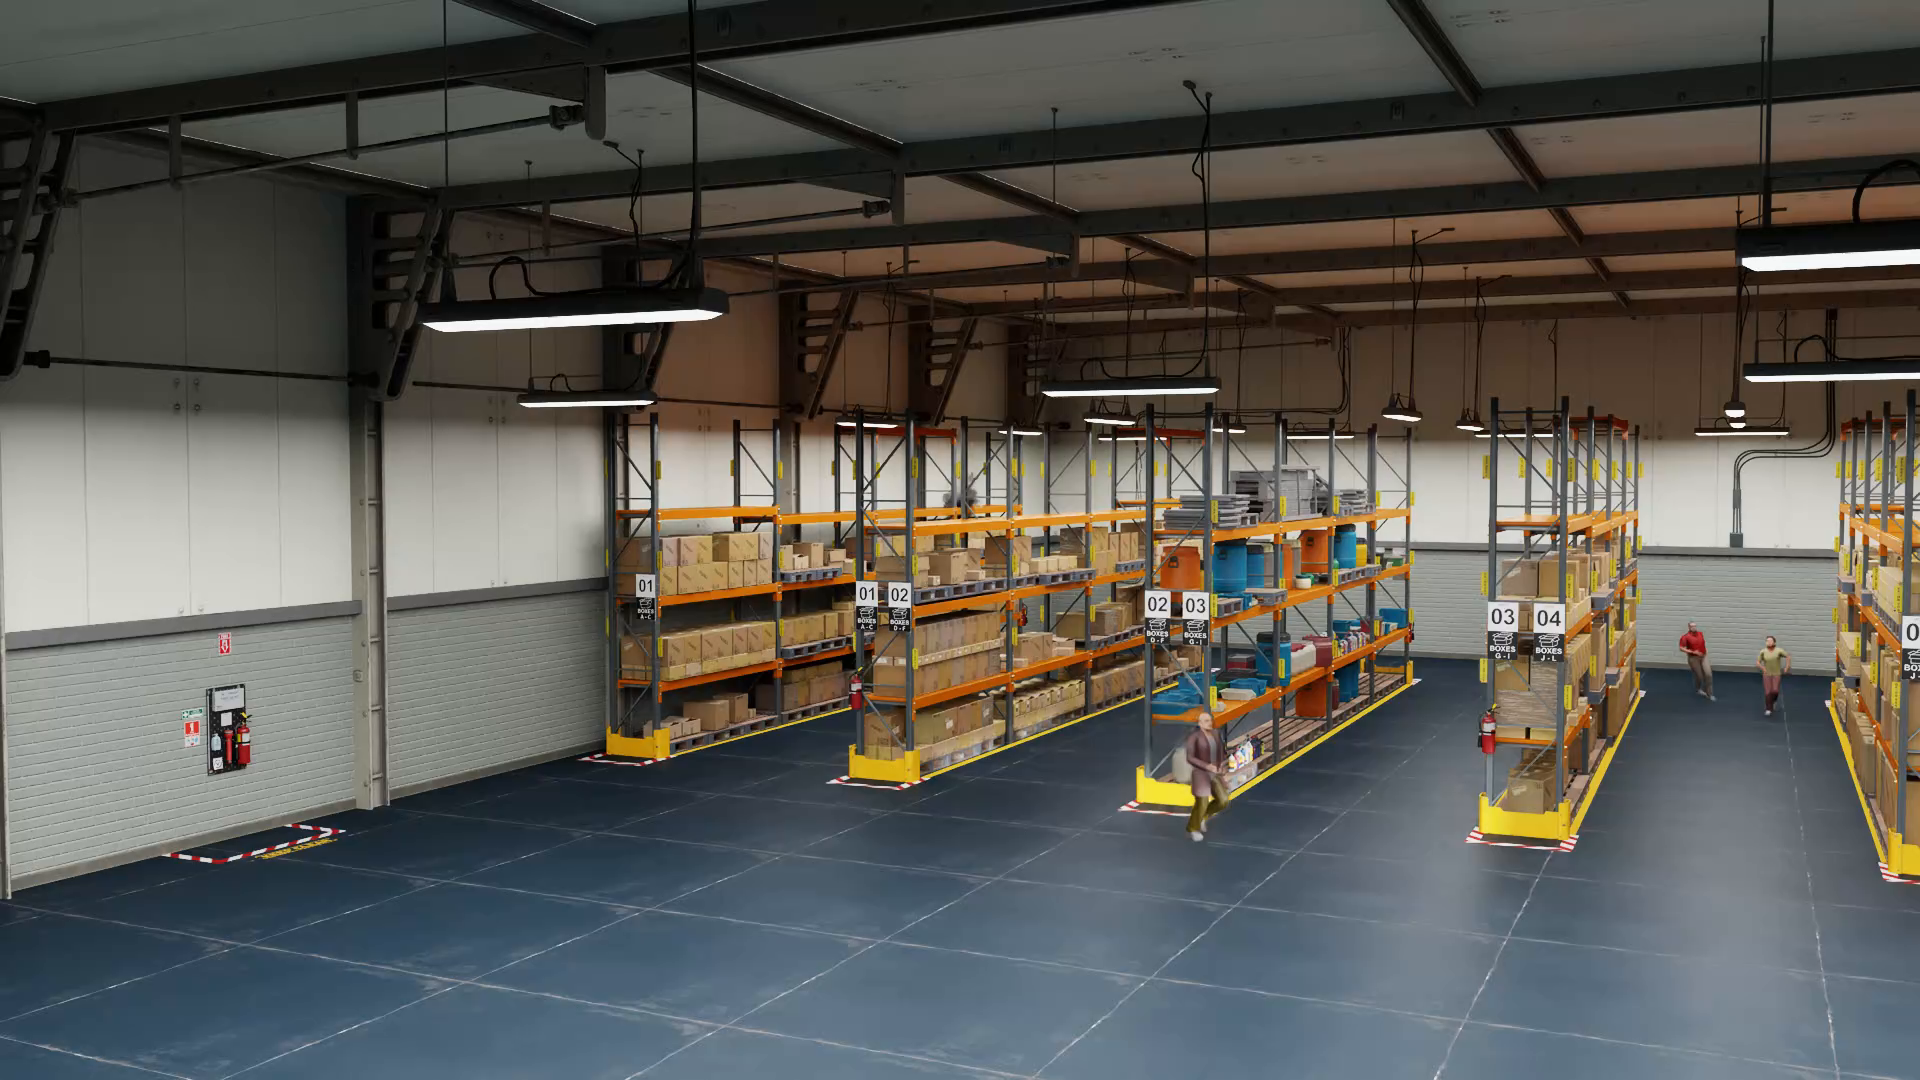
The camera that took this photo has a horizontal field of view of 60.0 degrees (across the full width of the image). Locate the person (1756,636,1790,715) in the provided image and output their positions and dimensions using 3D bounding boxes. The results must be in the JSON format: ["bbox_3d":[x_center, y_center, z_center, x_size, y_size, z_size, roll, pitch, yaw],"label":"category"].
[{"bbox_3d":[16.548,2.767,33.875,0.607,1.626,0.641,2,3,34],"label":"person"}]

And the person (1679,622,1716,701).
[{"bbox_3d":[16.083,2.656,36.399,0.703,1.750,0.732,0,2,-4],"label":"person"}]

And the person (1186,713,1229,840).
[{"bbox_3d":[3.346,3.190,22.377,0.739,1.738,0.766,-1,3,-28],"label":"person"}]
